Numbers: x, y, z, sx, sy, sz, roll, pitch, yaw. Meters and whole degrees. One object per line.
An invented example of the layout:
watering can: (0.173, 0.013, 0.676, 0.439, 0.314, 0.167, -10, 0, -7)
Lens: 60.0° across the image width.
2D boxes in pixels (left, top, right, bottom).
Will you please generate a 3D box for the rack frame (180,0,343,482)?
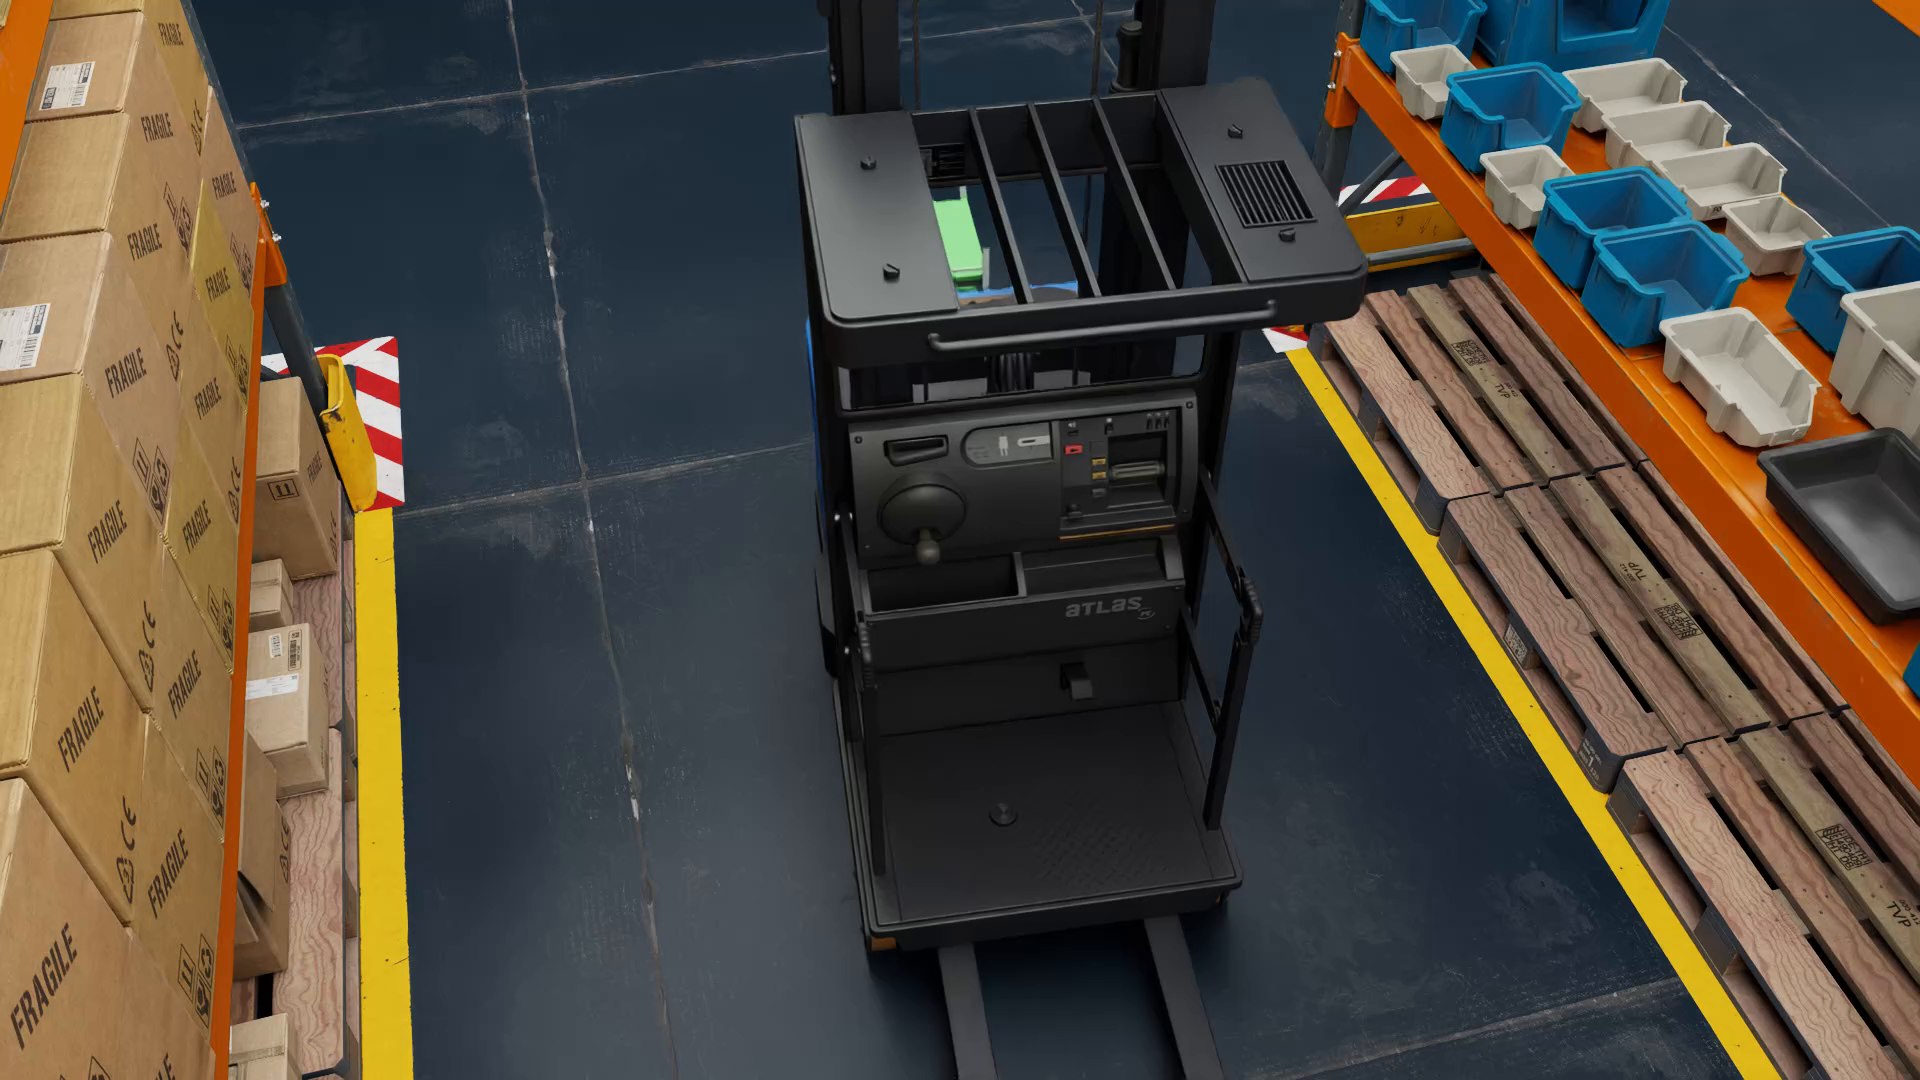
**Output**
rack frame: (-2.861, -1.235, 5.360, 1.000, 3.000, 0.127, -11, 47, -10)

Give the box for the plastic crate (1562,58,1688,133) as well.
plastic crate: (2.312, -1.537, 5.798, 0.396, 0.136, 0.243, -11, 47, -10)

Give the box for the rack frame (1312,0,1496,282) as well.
rack frame: (1.929, -2.138, 6.245, 1.000, 3.000, 0.127, -11, 47, -10)

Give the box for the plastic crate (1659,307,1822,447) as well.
plastic crate: (2.216, -0.452, 4.736, 0.293, 0.136, 0.466, -11, 47, -10)

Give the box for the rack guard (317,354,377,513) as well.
rack guard: (-2.841, -0.308, 6.201, 1.175, 0.500, 0.348, -11, 47, -10)

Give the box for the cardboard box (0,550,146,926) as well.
cardboard box: (-1.818, 0.409, 2.979, 0.500, 0.500, 0.500, -12, 47, -12)

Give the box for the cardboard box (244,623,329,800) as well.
cardboard box: (-2.269, 0.565, 5.213, 0.500, 0.250, 0.500, -11, 47, -10)

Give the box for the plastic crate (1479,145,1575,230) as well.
plastic crate: (1.849, -1.131, 5.401, 0.250, 0.136, 0.298, -11, 47, -10)

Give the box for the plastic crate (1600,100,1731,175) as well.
plastic crate: (2.373, -1.334, 5.600, 0.396, 0.136, 0.243, -11, 47, -10)

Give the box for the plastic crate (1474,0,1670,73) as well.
plastic crate: (2.195, -1.974, 6.018, 0.616, 0.435, 0.499, -11, 47, -10)

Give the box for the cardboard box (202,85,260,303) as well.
cardboard box: (-2.483, -1.010, 5.070, 0.500, 0.500, 0.500, -9, 46, -9)

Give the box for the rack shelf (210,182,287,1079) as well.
rack shelf: (-2.349, 0.398, 4.264, 1.077, 0.370, 4.000, -11, 47, -10)

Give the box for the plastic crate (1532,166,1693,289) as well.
plastic crate: (2.011, -0.961, 5.166, 0.416, 0.233, 0.300, -11, 47, -10)

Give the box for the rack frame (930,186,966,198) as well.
rack frame: (-0.099, -0.886, 6.279, 0.240, 1.200, 0.015, -6, 46, -6)

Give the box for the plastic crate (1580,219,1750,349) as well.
plastic crate: (2.087, -0.754, 4.963, 0.416, 0.233, 0.300, -11, 47, -10)

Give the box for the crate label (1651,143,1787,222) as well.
crate label: (2.467, -1.146, 5.416, 0.396, 0.136, 0.243, -11, 47, -10)

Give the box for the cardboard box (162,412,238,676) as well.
cardboard box: (-2.095, 0.040, 4.040, 0.500, 0.500, 0.500, -11, 47, -11)

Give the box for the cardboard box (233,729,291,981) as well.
cardboard box: (-2.323, 0.950, 4.658, 0.797, 0.503, 0.637, -11, 47, -10)

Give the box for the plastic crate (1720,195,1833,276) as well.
plastic crate: (2.561, -0.945, 5.219, 0.298, 0.136, 0.250, -11, 47, -10)

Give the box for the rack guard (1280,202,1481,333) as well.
rack guard: (1.910, -1.277, 7.152, 1.175, 0.500, 0.348, -11, 47, -10)

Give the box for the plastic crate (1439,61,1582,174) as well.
plastic crate: (1.842, -1.415, 5.612, 0.416, 0.233, 0.300, -11, 47, -10)

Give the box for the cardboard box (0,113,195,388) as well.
cardboard box: (-2.214, -0.657, 4.024, 0.500, 0.500, 0.500, -10, 46, -9)

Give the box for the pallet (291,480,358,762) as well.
pallet: (-2.636, 0.344, 5.765, 1.003, 0.211, 1.213, -11, 47, -10)

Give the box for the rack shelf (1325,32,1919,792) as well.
rack shelf: (2.441, -0.505, 5.149, 1.077, 0.370, 4.000, -11, 47, -10)

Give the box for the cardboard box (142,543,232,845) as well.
cardboard box: (-1.964, 0.391, 3.696, 0.500, 0.500, 0.500, -11, 47, -11)

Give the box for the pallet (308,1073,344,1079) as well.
pallet: (-2.012, 2.028, 4.114, 1.003, 0.211, 1.213, -11, 47, -10)

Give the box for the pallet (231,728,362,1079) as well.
pallet: (-2.327, 1.185, 4.941, 1.003, 0.211, 1.213, -11, 47, -10)

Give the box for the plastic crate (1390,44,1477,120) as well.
plastic crate: (1.676, -1.599, 5.860, 0.250, 0.136, 0.298, -11, 47, -10)

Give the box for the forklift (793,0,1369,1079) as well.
forklift: (0.211, -0.068, 4.265, 1.130, 2.935, 3.031, -6, 46, -6)

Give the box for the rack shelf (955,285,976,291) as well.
rack shelf: (-0.061, -0.838, 5.984, 0.258, 0.148, 0.480, -6, 46, -6)

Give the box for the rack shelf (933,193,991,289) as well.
rack shelf: (-0.061, -1.006, 5.813, 0.258, 0.148, 0.480, -6, 46, -6)

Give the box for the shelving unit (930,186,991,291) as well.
shelving unit: (-0.061, -0.714, 6.110, 0.258, 1.200, 0.503, -6, 46, -6)

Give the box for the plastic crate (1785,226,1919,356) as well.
plastic crate: (2.702, -0.729, 4.940, 0.416, 0.233, 0.300, -11, 47, -10)

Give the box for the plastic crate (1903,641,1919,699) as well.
plastic crate: (2.503, 0.348, 3.778, 0.392, 0.384, 0.575, -11, 47, -10)

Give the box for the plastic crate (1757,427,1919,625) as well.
plastic crate: (2.406, -0.025, 4.325, 0.437, 0.125, 0.590, -11, 47, -10)

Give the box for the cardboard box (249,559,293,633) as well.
cardboard box: (-2.467, 0.229, 5.601, 0.380, 0.166, 0.250, -11, 47, -10)

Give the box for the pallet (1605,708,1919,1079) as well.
pallet: (2.727, 1.099, 5.025, 1.003, 0.211, 1.213, -11, 47, -10)

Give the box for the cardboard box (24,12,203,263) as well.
cardboard box: (-2.351, -1.014, 4.374, 0.500, 0.500, 0.500, -10, 46, -9)

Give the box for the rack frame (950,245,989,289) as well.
rack frame: (-0.023, -0.542, 5.941, 0.240, 1.200, 0.015, -6, 46, -6)

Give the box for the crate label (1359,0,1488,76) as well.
crate label: (1.673, -1.870, 6.057, 0.416, 0.233, 0.303, -11, 47, -10)

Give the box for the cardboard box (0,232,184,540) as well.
cardboard box: (-2.082, -0.303, 3.676, 0.500, 0.500, 0.500, -9, 46, -9)

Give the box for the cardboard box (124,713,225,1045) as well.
cardboard box: (-1.838, 0.737, 3.357, 0.500, 0.500, 0.500, -10, 46, -10)

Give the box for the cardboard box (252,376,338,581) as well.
cardboard box: (-2.483, -0.184, 5.772, 0.500, 0.500, 0.500, -11, 47, -10)

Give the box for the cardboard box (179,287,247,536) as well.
cardboard box: (-2.224, -0.307, 4.381, 0.500, 0.500, 0.500, -10, 46, -10)

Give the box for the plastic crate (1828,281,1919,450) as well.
plastic crate: (2.740, -0.444, 4.626, 0.437, 0.282, 0.530, -11, 47, -10)

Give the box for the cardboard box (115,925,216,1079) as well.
cardboard box: (-1.704, 1.090, 3.012, 0.500, 0.500, 0.500, -10, 46, -9)

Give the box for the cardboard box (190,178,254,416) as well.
cardboard box: (-2.347, -0.653, 4.720, 0.500, 0.500, 0.500, -10, 46, -10)

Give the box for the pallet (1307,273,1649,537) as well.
pallet: (2.102, -0.586, 6.676, 1.003, 0.211, 1.213, -11, 47, -10)

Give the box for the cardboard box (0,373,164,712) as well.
cardboard box: (-1.949, 0.054, 3.327, 0.500, 0.500, 0.500, -12, 47, -11)

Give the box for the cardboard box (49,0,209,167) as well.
cardboard box: (-2.481, -1.363, 4.715, 0.500, 0.500, 0.500, -11, 47, -11)

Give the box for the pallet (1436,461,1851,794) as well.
pallet: (2.411, 0.255, 5.852, 1.003, 0.211, 1.213, -11, 47, -10)

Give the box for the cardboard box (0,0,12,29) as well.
cardboard box: (-2.216, -1.236, 3.366, 0.500, 0.250, 0.500, -11, 47, -10)

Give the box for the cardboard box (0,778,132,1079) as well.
cardboard box: (-1.685, 0.765, 2.630, 0.500, 0.500, 0.500, -10, 46, -9)

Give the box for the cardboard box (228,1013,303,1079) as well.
cardboard box: (-1.966, 1.440, 4.415, 0.380, 0.166, 0.250, -11, 47, -10)
